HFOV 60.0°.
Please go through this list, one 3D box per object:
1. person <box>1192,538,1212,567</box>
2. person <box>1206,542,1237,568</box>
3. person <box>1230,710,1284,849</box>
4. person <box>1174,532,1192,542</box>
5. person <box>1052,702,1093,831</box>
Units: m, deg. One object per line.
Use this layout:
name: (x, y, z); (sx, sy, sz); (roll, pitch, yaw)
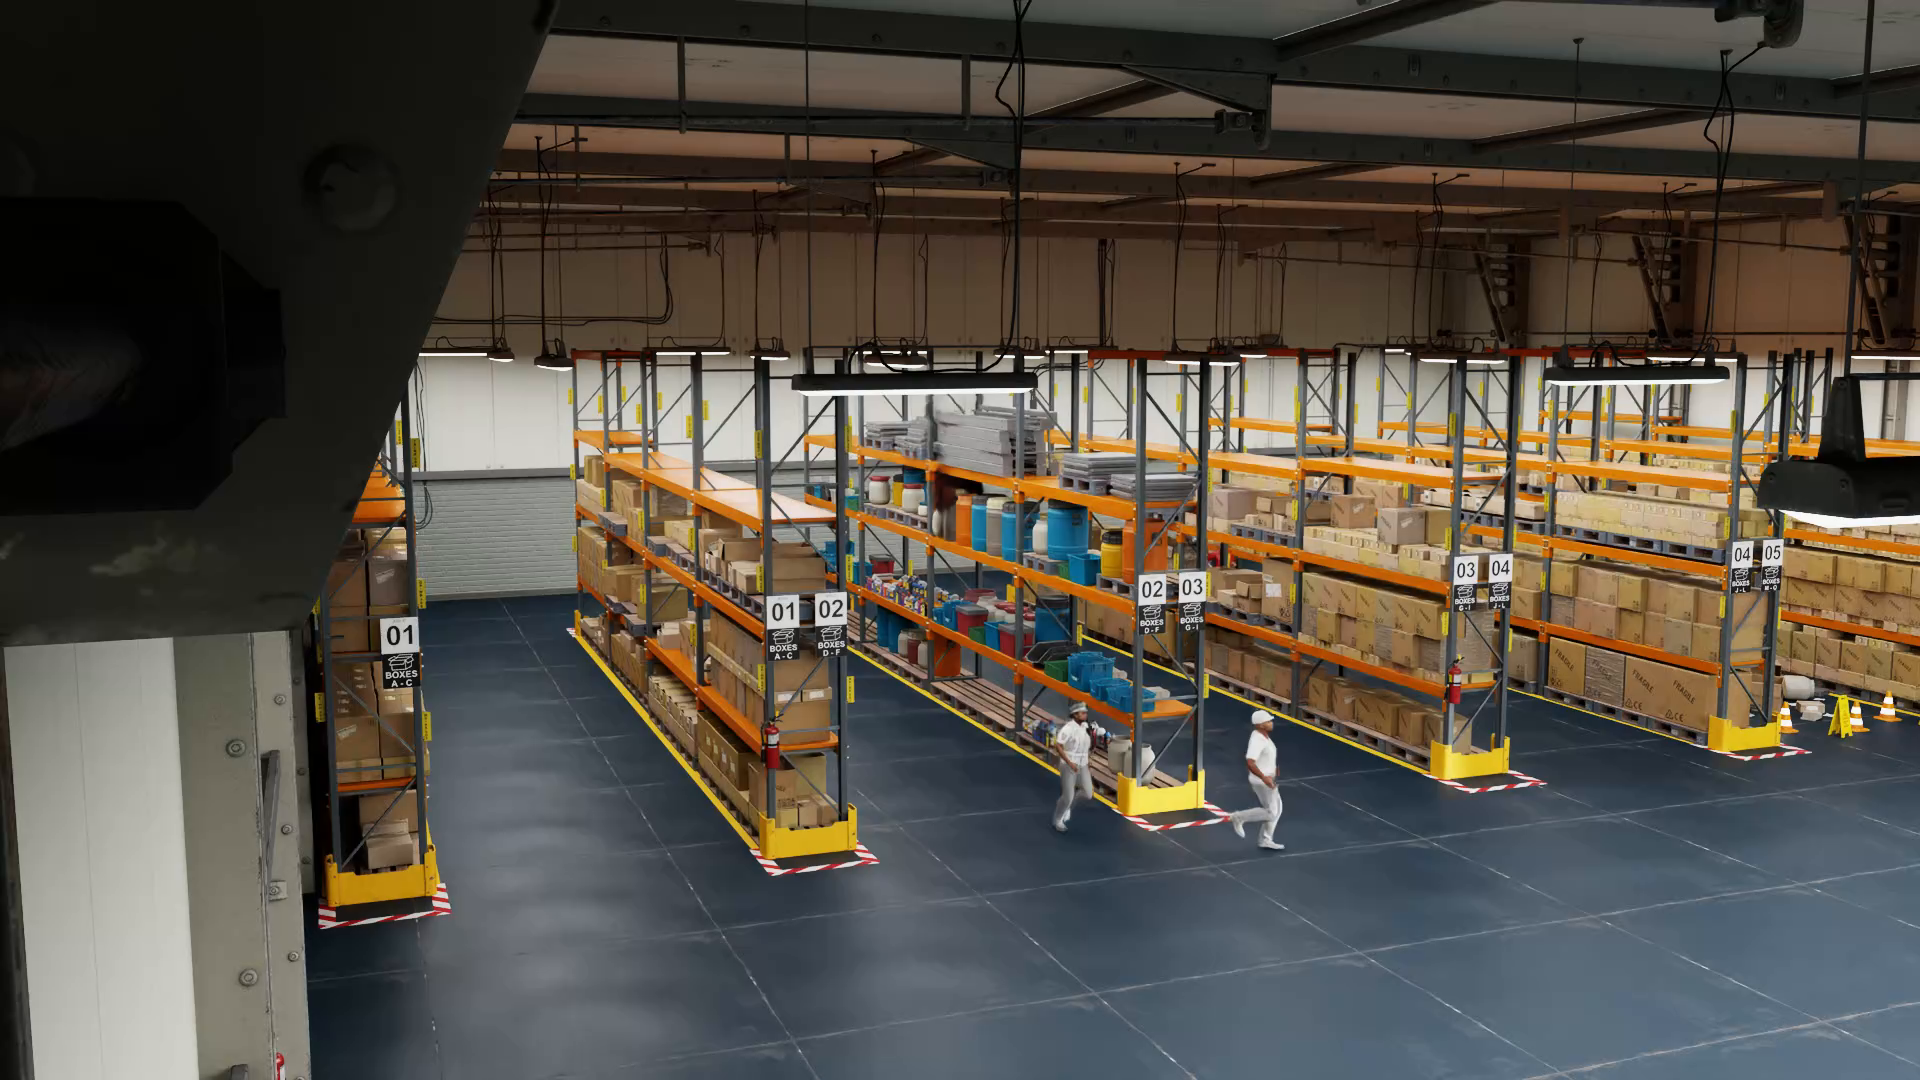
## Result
person: (6.023, 0.264, 41.638); (0.928, 1.751, 0.717); (2, 7, 14)
person: (5.832, 0.882, 36.985); (0.639, 1.793, 0.815); (-3, 8, -26)
person: (3.680, 2.947, 20.495); (0.664, 1.728, 0.714); (2, 7, 16)
person: (5.447, 0.354, 41.189); (0.633, 1.747, 0.706); (-6, 9, -40)
person: (1.504, 2.889, 21.312); (0.612, 1.641, 0.492); (-6, 9, -39)
